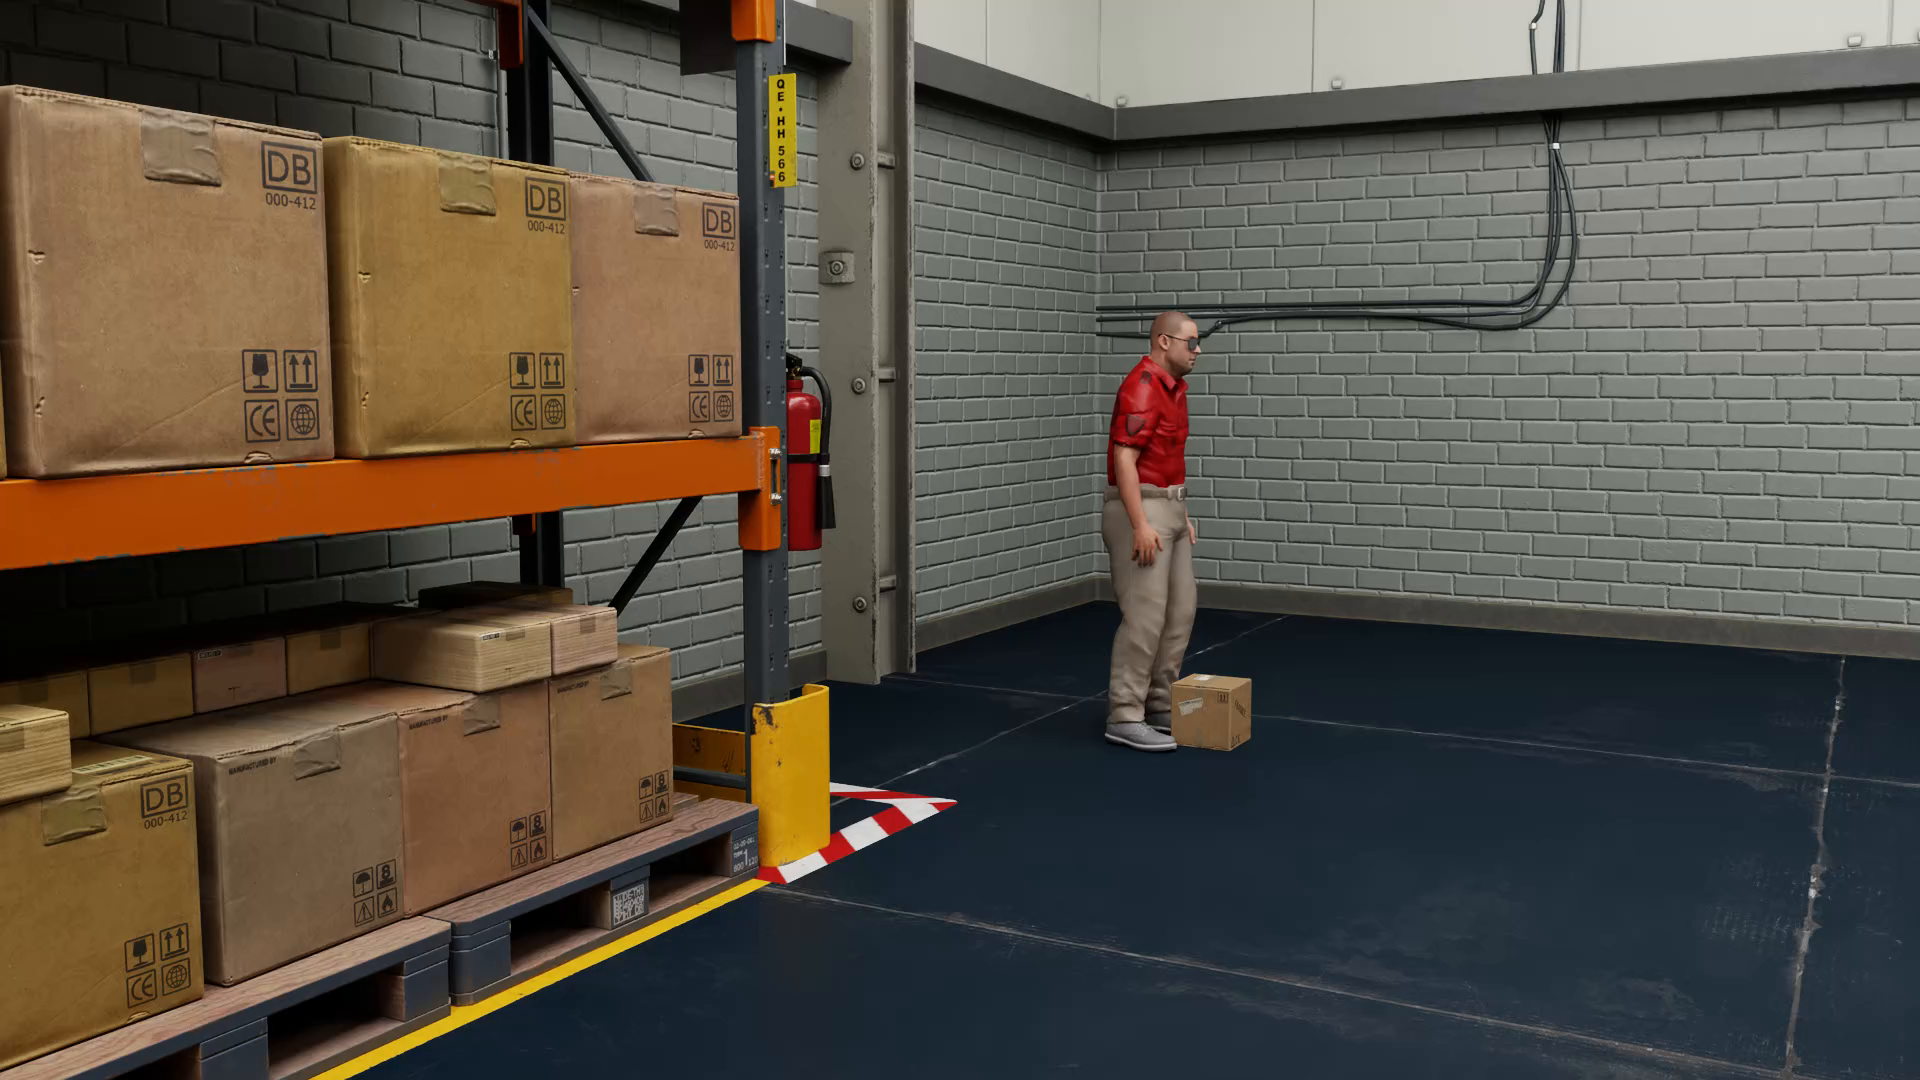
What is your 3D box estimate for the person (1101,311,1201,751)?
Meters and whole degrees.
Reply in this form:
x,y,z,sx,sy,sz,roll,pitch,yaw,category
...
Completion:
x,y,z,sx,sy,sz,roll,pitch,yaw,category
0.809,-0.056,6.735,0.427,1.727,0.602,3,7,26,person
